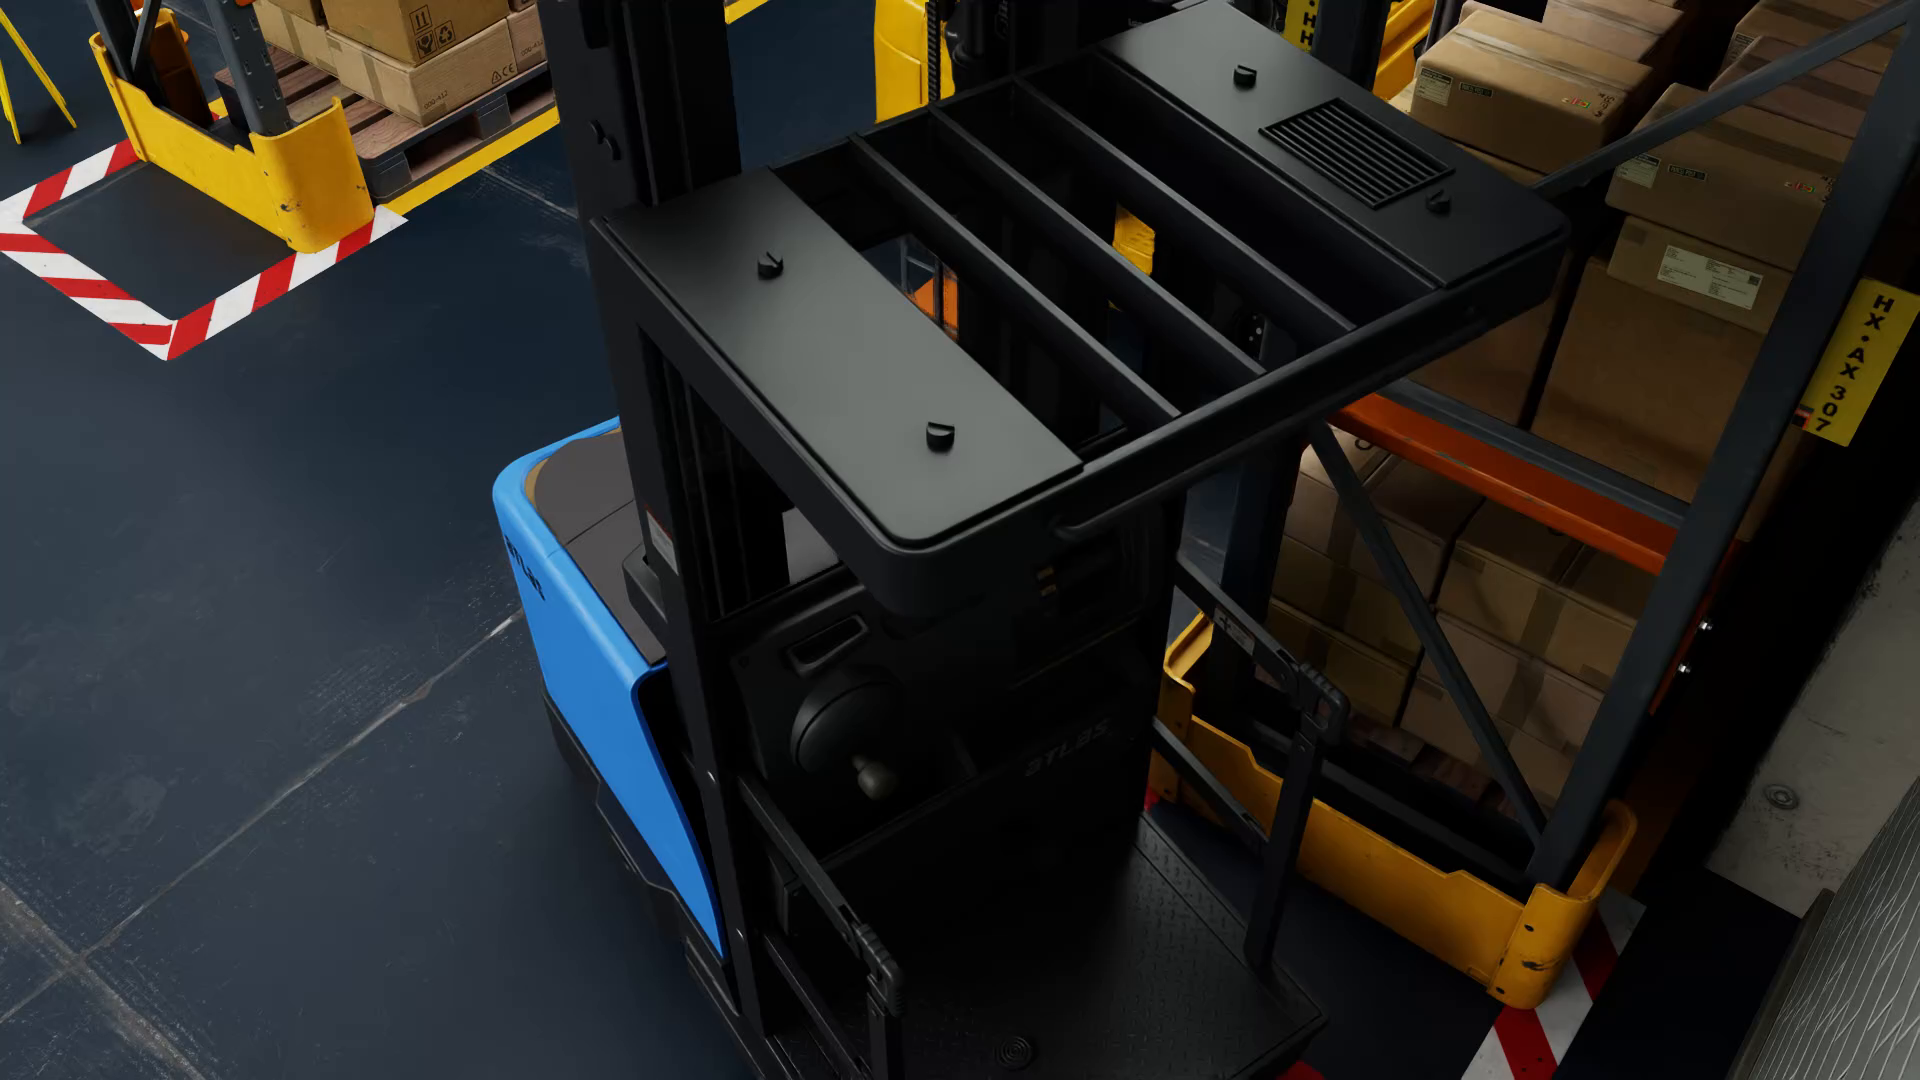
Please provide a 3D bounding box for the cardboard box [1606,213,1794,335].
[{"bbox_3d":[1.487,-0.557,3.190,0.380,0.149,0.250,28,52,24],"label":"cardboard box"}]

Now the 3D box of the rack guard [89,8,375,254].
[{"bbox_3d":[-2.810,-1.592,6.425,1.175,0.500,0.348,29,53,25],"label":"rack guard"}]

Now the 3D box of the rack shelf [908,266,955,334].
[{"bbox_3d":[-0.009,-0.624,4.580,0.258,0.103,0.180,29,53,25],"label":"rack shelf"}]

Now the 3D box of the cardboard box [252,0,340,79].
[{"bbox_3d":[-2.560,-2.202,6.890,0.500,0.250,0.500,29,53,25],"label":"cardboard box"}]

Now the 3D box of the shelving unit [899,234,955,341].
[{"bbox_3d":[-0.009,-0.406,4.808,0.258,1.200,0.189,29,53,25],"label":"shelving unit"}]

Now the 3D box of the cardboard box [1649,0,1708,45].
[{"bbox_3d":[1.391,-1.195,3.594,0.380,0.149,0.250,30,53,26],"label":"cardboard box"}]

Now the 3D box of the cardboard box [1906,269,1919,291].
[{"bbox_3d":[3.080,-1.043,5.783,0.500,0.250,0.500,29,53,25],"label":"cardboard box"}]

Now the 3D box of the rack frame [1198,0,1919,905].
[{"bbox_3d":[1.074,-0.219,3.385,1.000,3.000,0.127,29,53,25],"label":"rack frame"}]

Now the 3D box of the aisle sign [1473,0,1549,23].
[{"bbox_3d":[0.801,-1.210,2.533,0.394,0.787,0.004,29,53,25],"label":"aisle sign"}]

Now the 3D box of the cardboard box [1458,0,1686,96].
[{"bbox_3d":[1.252,-1.034,3.440,0.380,0.149,0.250,29,53,25],"label":"cardboard box"}]

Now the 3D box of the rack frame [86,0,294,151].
[{"bbox_3d":[-2.856,-2.412,5.479,1.000,3.000,0.127,29,53,25],"label":"rack frame"}]

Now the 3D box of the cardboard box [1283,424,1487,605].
[{"bbox_3d":[1.109,-0.161,4.249,0.500,0.250,0.500,31,54,26],"label":"cardboard box"}]

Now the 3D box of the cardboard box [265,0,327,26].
[{"bbox_3d":[-2.573,-2.440,6.599,0.500,0.500,0.500,30,53,25],"label":"cardboard box"}]

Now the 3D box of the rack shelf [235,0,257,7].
[{"bbox_3d":[-1.633,-3.308,6.833,1.077,0.370,4.000,29,53,25],"label":"rack shelf"}]

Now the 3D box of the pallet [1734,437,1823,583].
[{"bbox_3d":[2.255,-0.407,5.493,1.003,0.211,1.213,29,53,25],"label":"pallet"}]

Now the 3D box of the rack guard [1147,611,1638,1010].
[{"bbox_3d":[1.059,0.658,4.276,1.175,0.500,0.348,29,53,25],"label":"rack guard"}]

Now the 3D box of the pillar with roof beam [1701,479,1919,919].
[{"bbox_3d":[-1.194,-4.195,3.034,9.100,9.000,0.400,29,53,25],"label":"pillar with roof beam"}]

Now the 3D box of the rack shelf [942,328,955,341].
[{"bbox_3d":[-0.009,-0.541,4.667,0.258,0.103,0.180,29,53,25],"label":"rack shelf"}]

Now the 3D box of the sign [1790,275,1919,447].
[{"bbox_3d":[1.510,-0.297,2.806,0.100,0.325,0.005,29,53,25],"label":"sign"}]

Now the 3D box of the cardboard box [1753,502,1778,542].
[{"bbox_3d":[2.160,-0.182,4.960,0.500,0.250,0.500,29,53,25],"label":"cardboard box"}]

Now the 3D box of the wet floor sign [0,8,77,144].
[{"bbox_3d":[-3.819,-1.963,6.679,0.232,0.644,0.267,-25,51,-22],"label":"wet floor sign"}]

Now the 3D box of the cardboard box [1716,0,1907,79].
[{"bbox_3d":[1.785,-0.971,3.379,0.380,0.149,0.250,30,53,26],"label":"cardboard box"}]

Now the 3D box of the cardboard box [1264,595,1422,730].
[{"bbox_3d":[1.111,0.177,4.618,0.500,0.250,0.500,30,53,25],"label":"cardboard box"}]

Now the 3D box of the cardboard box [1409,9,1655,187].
[{"bbox_3d":[1.126,-0.879,3.292,0.380,0.149,0.250,29,53,25],"label":"cardboard box"}]

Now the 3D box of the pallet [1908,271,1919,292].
[{"bbox_3d":[3.000,-1.109,6.163,1.003,0.211,1.213,29,53,25],"label":"pallet"}]

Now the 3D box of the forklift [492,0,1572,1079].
[{"bbox_3d":[0.125,0.241,2.992,1.130,2.935,3.031,-27,52,-23],"label":"forklift"}]

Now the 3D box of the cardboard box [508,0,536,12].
[{"bbox_3d":[-1.814,-2.520,6.676,0.500,0.500,0.500,27,52,24],"label":"cardboard box"}]

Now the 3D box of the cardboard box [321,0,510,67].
[{"bbox_3d":[-2.130,-2.219,6.388,0.500,0.500,0.500,28,52,24],"label":"cardboard box"}]

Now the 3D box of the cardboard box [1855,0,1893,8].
[{"bbox_3d":[1.948,-1.106,3.508,0.380,0.149,0.250,29,53,25],"label":"cardboard box"}]

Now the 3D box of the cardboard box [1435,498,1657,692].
[{"bbox_3d":[1.518,0.049,4.049,0.500,0.250,0.500,28,53,24],"label":"cardboard box"}]

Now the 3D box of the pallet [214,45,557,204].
[{"bbox_3d":[-2.285,-1.941,6.958,1.003,0.211,1.213,29,53,25],"label":"pallet"}]

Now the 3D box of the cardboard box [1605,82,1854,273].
[{"bbox_3d":[1.448,-0.679,3.100,0.380,0.149,0.250,28,53,24],"label":"cardboard box"}]

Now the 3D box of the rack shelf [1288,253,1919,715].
[{"bbox_3d":[2.297,-1.115,4.739,1.077,0.370,4.000,29,53,25],"label":"rack shelf"}]

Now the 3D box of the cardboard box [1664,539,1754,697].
[{"bbox_3d":[1.859,0.114,4.678,0.500,0.250,0.500,30,53,25],"label":"cardboard box"}]

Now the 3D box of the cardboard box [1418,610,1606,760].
[{"bbox_3d":[1.526,0.235,4.216,0.500,0.250,0.500,30,53,26],"label":"cardboard box"}]

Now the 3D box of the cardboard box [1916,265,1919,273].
[{"bbox_3d":[3.085,-1.204,5.592,0.500,0.250,0.500,30,53,26],"label":"cardboard box"}]

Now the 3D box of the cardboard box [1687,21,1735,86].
[{"bbox_3d":[1.565,-1.218,3.821,0.380,0.149,0.250,29,53,25],"label":"cardboard box"}]

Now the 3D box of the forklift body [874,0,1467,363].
[{"bbox_3d":[0.790,-1.818,5.499,2.313,2.155,1.214,29,53,25],"label":"forklift body"}]

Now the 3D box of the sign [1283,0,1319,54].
[{"bbox_3d":[0.653,-0.949,3.118,0.100,0.325,0.005,29,53,25],"label":"sign"}]

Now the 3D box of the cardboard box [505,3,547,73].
[{"bbox_3d":[-1.826,-2.235,6.922,0.500,0.250,0.500,31,54,26],"label":"cardboard box"}]

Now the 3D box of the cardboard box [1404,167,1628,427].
[{"bbox_3d":[1.167,-0.652,3.729,0.500,0.500,0.500,28,52,24],"label":"cardboard box"}]

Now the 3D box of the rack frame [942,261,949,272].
[{"bbox_3d":[0.047,-0.459,4.858,0.240,1.200,0.006,29,53,25],"label":"rack frame"}]

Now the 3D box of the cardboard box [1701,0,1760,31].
[{"bbox_3d":[1.602,-1.305,3.699,0.380,0.149,0.250,30,53,25],"label":"cardboard box"}]

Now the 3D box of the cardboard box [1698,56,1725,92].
[{"bbox_3d":[1.748,-0.869,3.488,0.380,0.149,0.250,28,53,24],"label":"cardboard box"}]

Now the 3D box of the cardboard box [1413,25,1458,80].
[{"bbox_3d":[1.197,-0.960,3.575,0.380,0.149,0.250,30,53,26],"label":"cardboard box"}]

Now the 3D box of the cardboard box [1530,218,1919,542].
[{"bbox_3d":[1.597,-0.415,3.503,0.500,0.500,0.500,31,54,26],"label":"cardboard box"}]

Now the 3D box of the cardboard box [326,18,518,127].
[{"bbox_3d":[-2.144,-1.946,6.646,0.500,0.250,0.500,29,53,25],"label":"cardboard box"}]

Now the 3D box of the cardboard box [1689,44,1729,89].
[{"bbox_3d":[1.492,-0.944,4.009,0.500,0.500,0.500,31,54,26],"label":"cardboard box"}]

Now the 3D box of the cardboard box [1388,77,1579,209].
[{"bbox_3d":[1.064,-0.800,3.422,0.380,0.149,0.250,30,53,25],"label":"cardboard box"}]

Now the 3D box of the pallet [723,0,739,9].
[{"bbox_3d":[-1.539,-2.636,7.622,1.003,0.211,1.213,29,53,25],"label":"pallet"}]

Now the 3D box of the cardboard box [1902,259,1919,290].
[{"bbox_3d":[2.772,-0.917,5.317,0.500,0.250,0.500,29,53,25],"label":"cardboard box"}]

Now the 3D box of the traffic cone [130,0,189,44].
[{"bbox_3d":[-3.614,-2.352,7.177,0.336,0.463,0.334,29,53,25],"label":"traffic cone"}]

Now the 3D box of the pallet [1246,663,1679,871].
[{"bbox_3d":[1.508,0.288,4.829,1.003,0.211,1.213,29,53,25],"label":"pallet"}]

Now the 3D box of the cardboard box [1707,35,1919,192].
[{"bbox_3d":[1.661,-0.803,3.219,0.380,0.149,0.250,31,54,26],"label":"cardboard box"}]

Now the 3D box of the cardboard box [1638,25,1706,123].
[{"bbox_3d":[1.404,-1.081,3.691,0.380,0.149,0.250,30,53,26],"label":"cardboard box"}]

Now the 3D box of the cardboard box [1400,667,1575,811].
[{"bbox_3d":[1.529,0.391,4.414,0.500,0.250,0.500,29,53,25],"label":"cardboard box"}]

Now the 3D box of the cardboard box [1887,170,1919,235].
[{"bbox_3d":[1.898,-0.723,3.797,0.500,0.500,0.500,31,54,26],"label":"cardboard box"}]

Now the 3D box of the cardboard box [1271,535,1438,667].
[{"bbox_3d":[1.124,-0.004,4.445,0.500,0.250,0.500,29,53,25],"label":"cardboard box"}]

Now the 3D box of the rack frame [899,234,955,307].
[{"bbox_3d":[-0.065,-0.354,4.758,0.240,1.200,0.006,29,53,25],"label":"rack frame"}]
